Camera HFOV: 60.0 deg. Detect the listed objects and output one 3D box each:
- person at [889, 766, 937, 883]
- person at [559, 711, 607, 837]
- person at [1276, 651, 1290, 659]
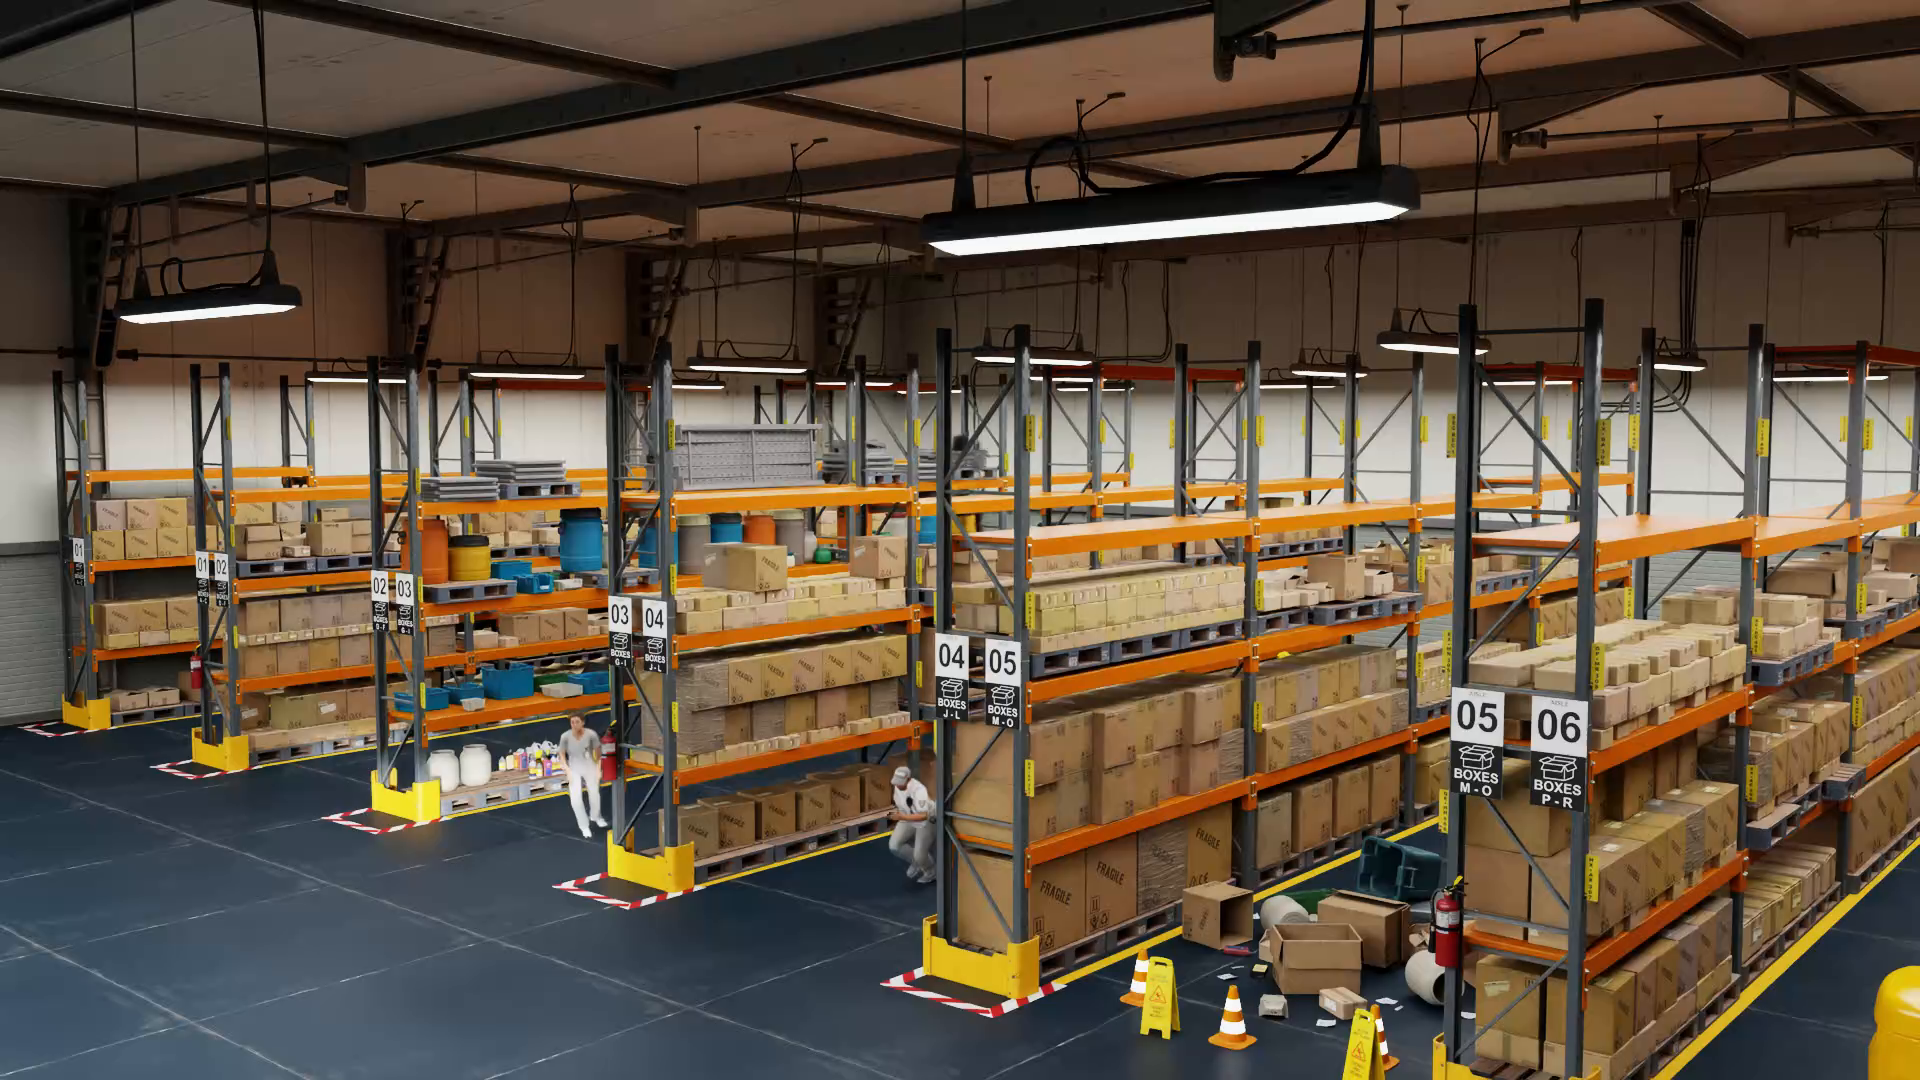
[{"bbox_3d":[-0.512,3.130,18.273,0.623,1.417,0.950,3,5,38],"label":"person"},{"bbox_3d":[-4.693,2.883,20.704,0.568,1.607,0.727,-1,4,-11],"label":"person"},{"bbox_3d":[5.098,2.515,25.416,0.749,1.717,1.041,3,5,34],"label":"person"}]
